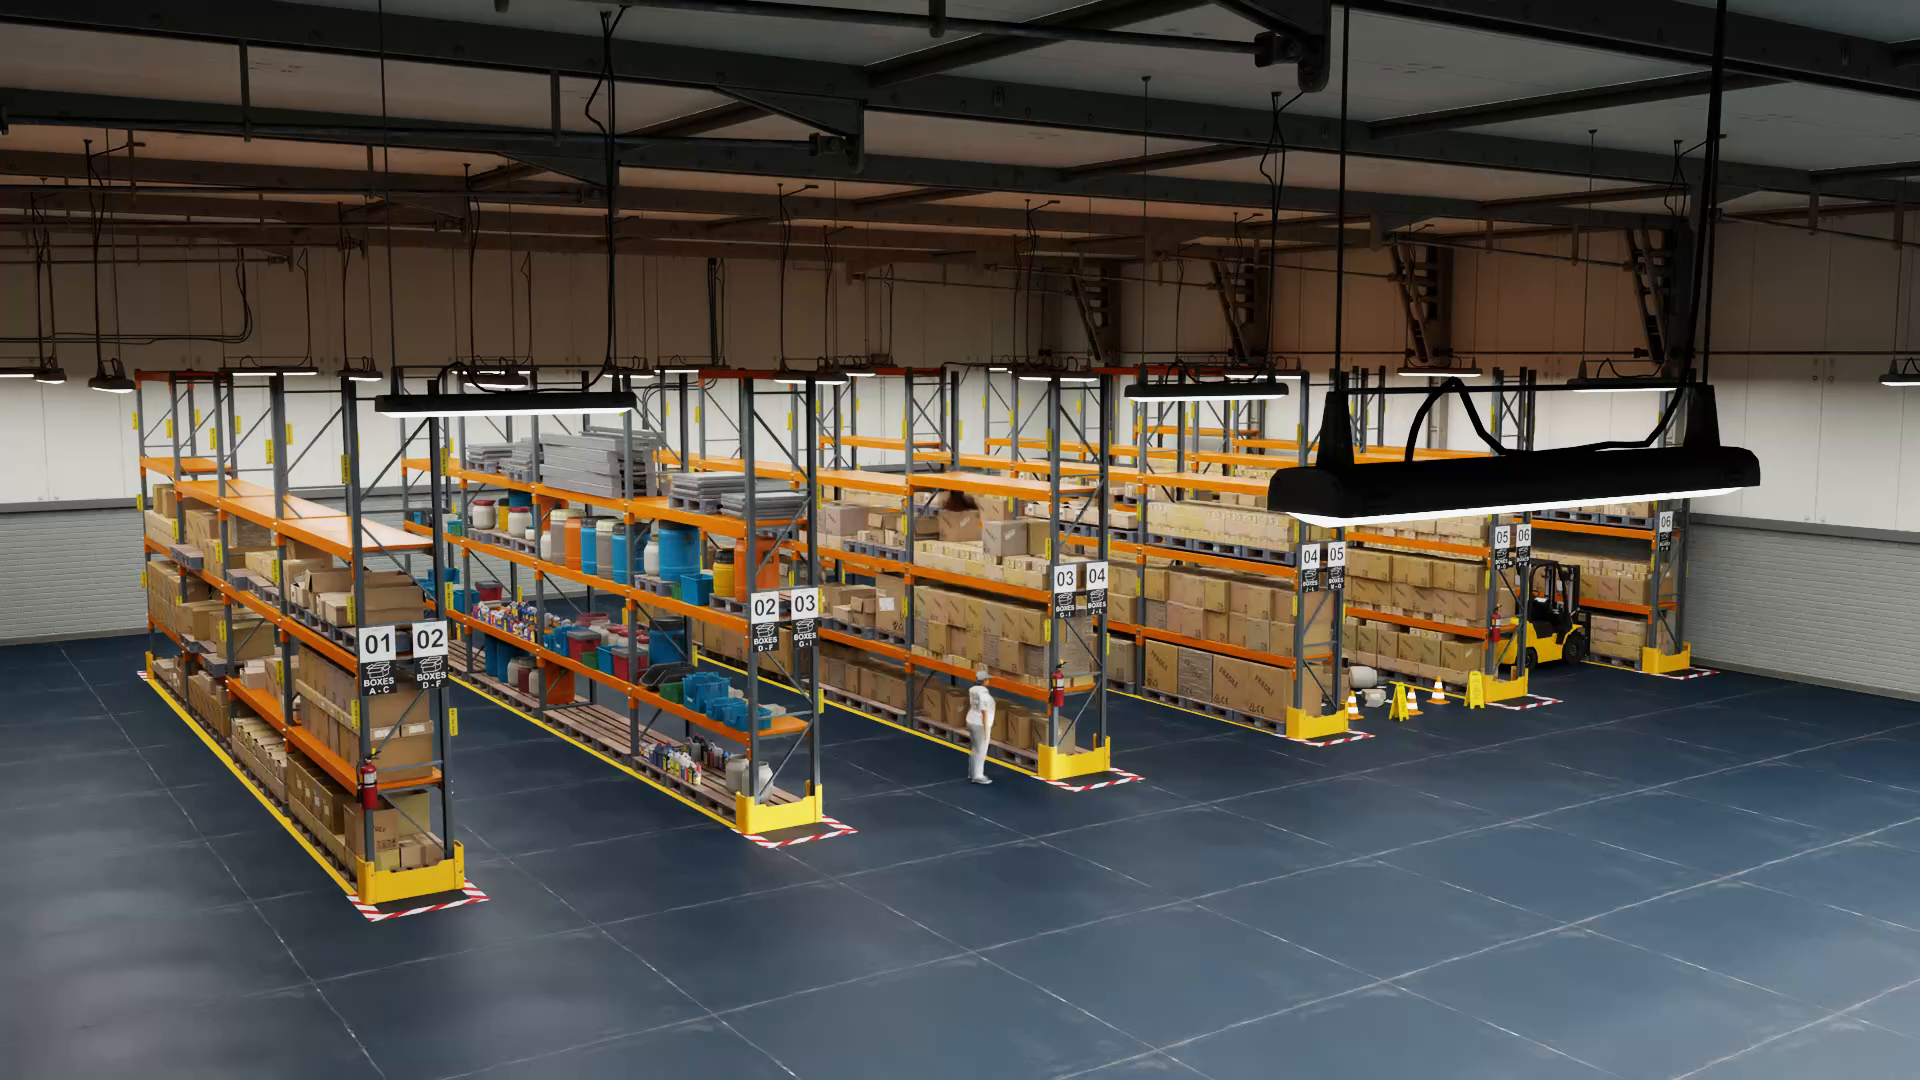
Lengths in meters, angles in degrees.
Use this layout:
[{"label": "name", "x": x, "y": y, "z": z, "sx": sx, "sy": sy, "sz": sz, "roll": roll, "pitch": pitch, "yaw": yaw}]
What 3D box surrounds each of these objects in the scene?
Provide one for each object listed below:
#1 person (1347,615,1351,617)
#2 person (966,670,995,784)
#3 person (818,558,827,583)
[{"label": "person", "x": 8.812, "y": 1.274, "z": 37.537, "sx": 0.418, "sy": 1.675, "sz": 0.479, "roll": -1, "pitch": 7, "yaw": -11}, {"label": "person", "x": 0.303, "y": 2.746, "z": 24.512, "sx": 0.391, "sy": 1.671, "sz": 0.577, "roll": -3, "pitch": 7, "yaw": -22}, {"label": "person", "x": -3.287, "y": 1.273, "z": 37.474, "sx": 0.618, "sy": 1.812, "sz": 0.877, "roll": -4, "pitch": 8, "yaw": -34}]
